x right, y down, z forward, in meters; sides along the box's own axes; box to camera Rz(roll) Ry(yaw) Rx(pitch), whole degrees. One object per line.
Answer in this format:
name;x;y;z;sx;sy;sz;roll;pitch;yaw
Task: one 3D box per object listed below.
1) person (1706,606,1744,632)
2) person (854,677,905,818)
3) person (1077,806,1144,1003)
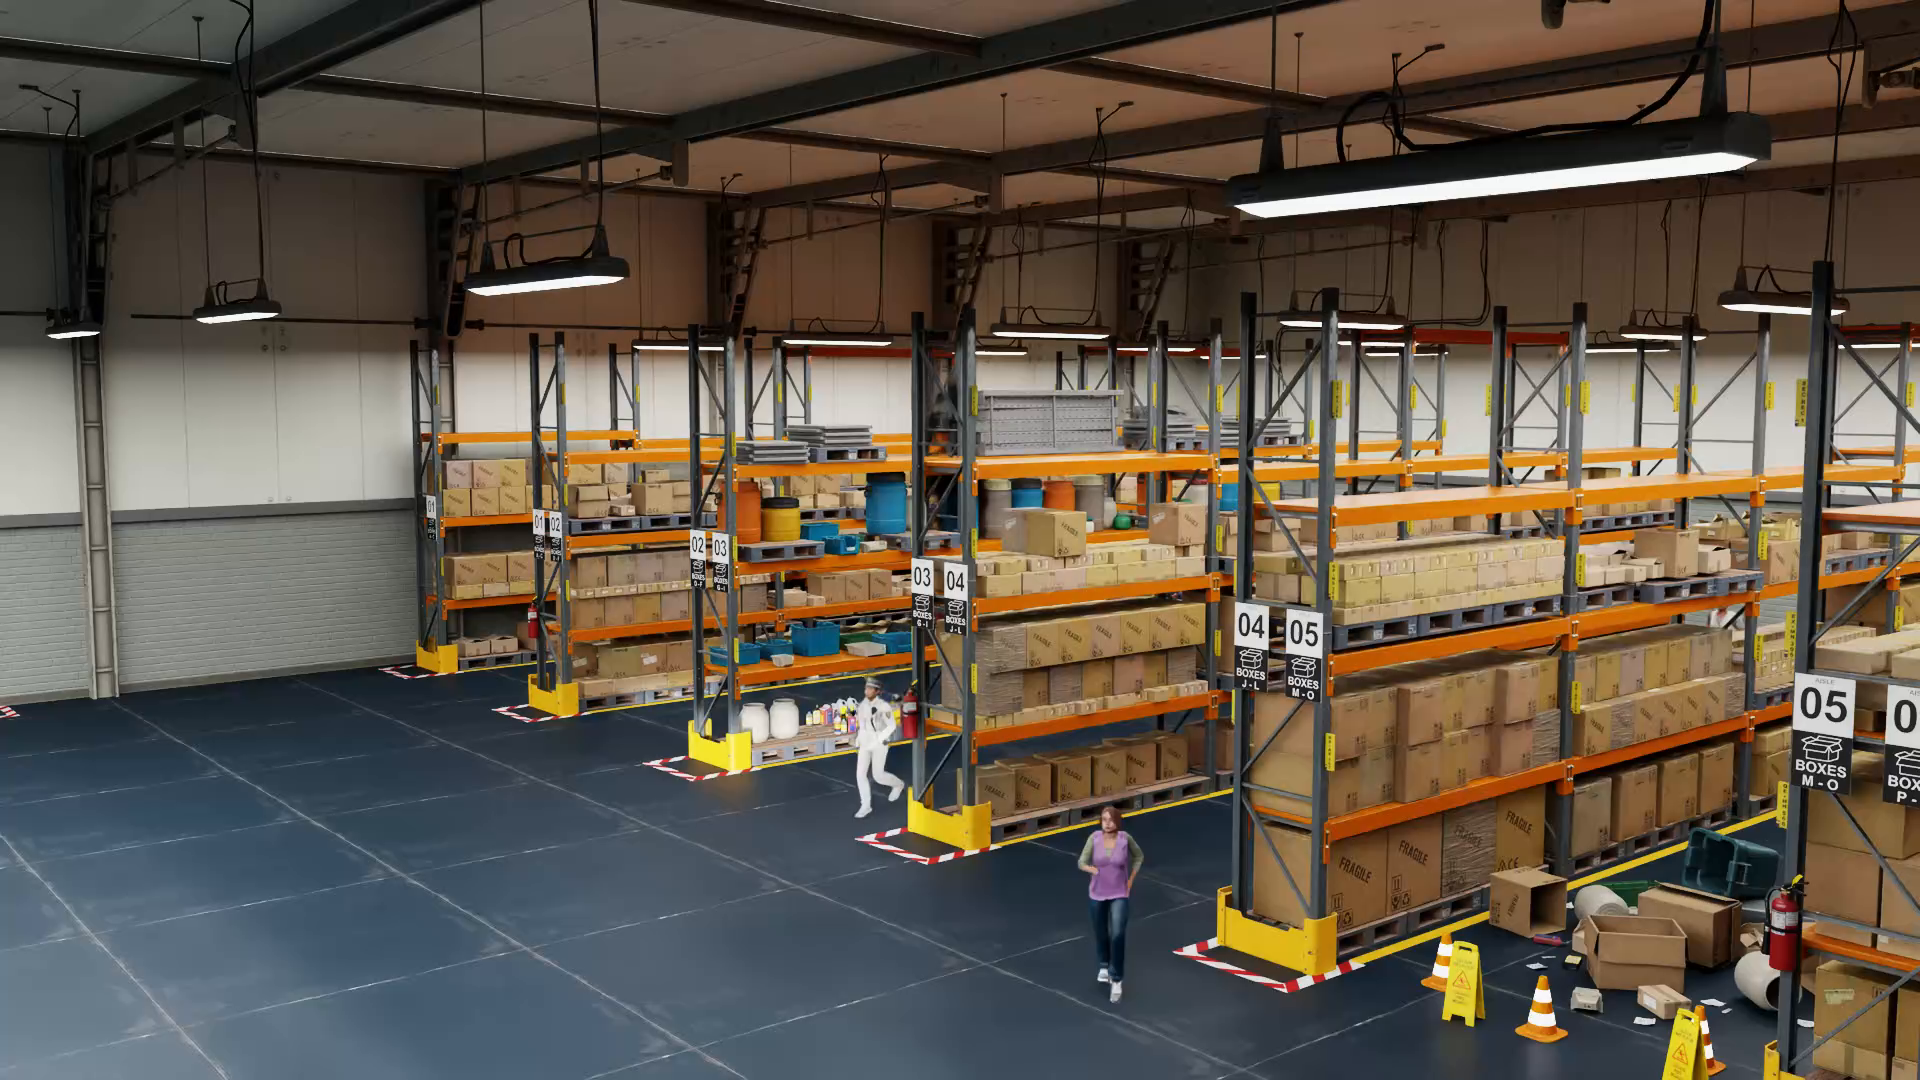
person;12.342;1.780;26.907;0.647;1.829;0.786;4;7;40
person;-1.008;2.484;20.186;0.623;1.701;0.792;4;7;38
person;1.261;3.069;14.126;0.535;1.644;0.633;1;5;15
